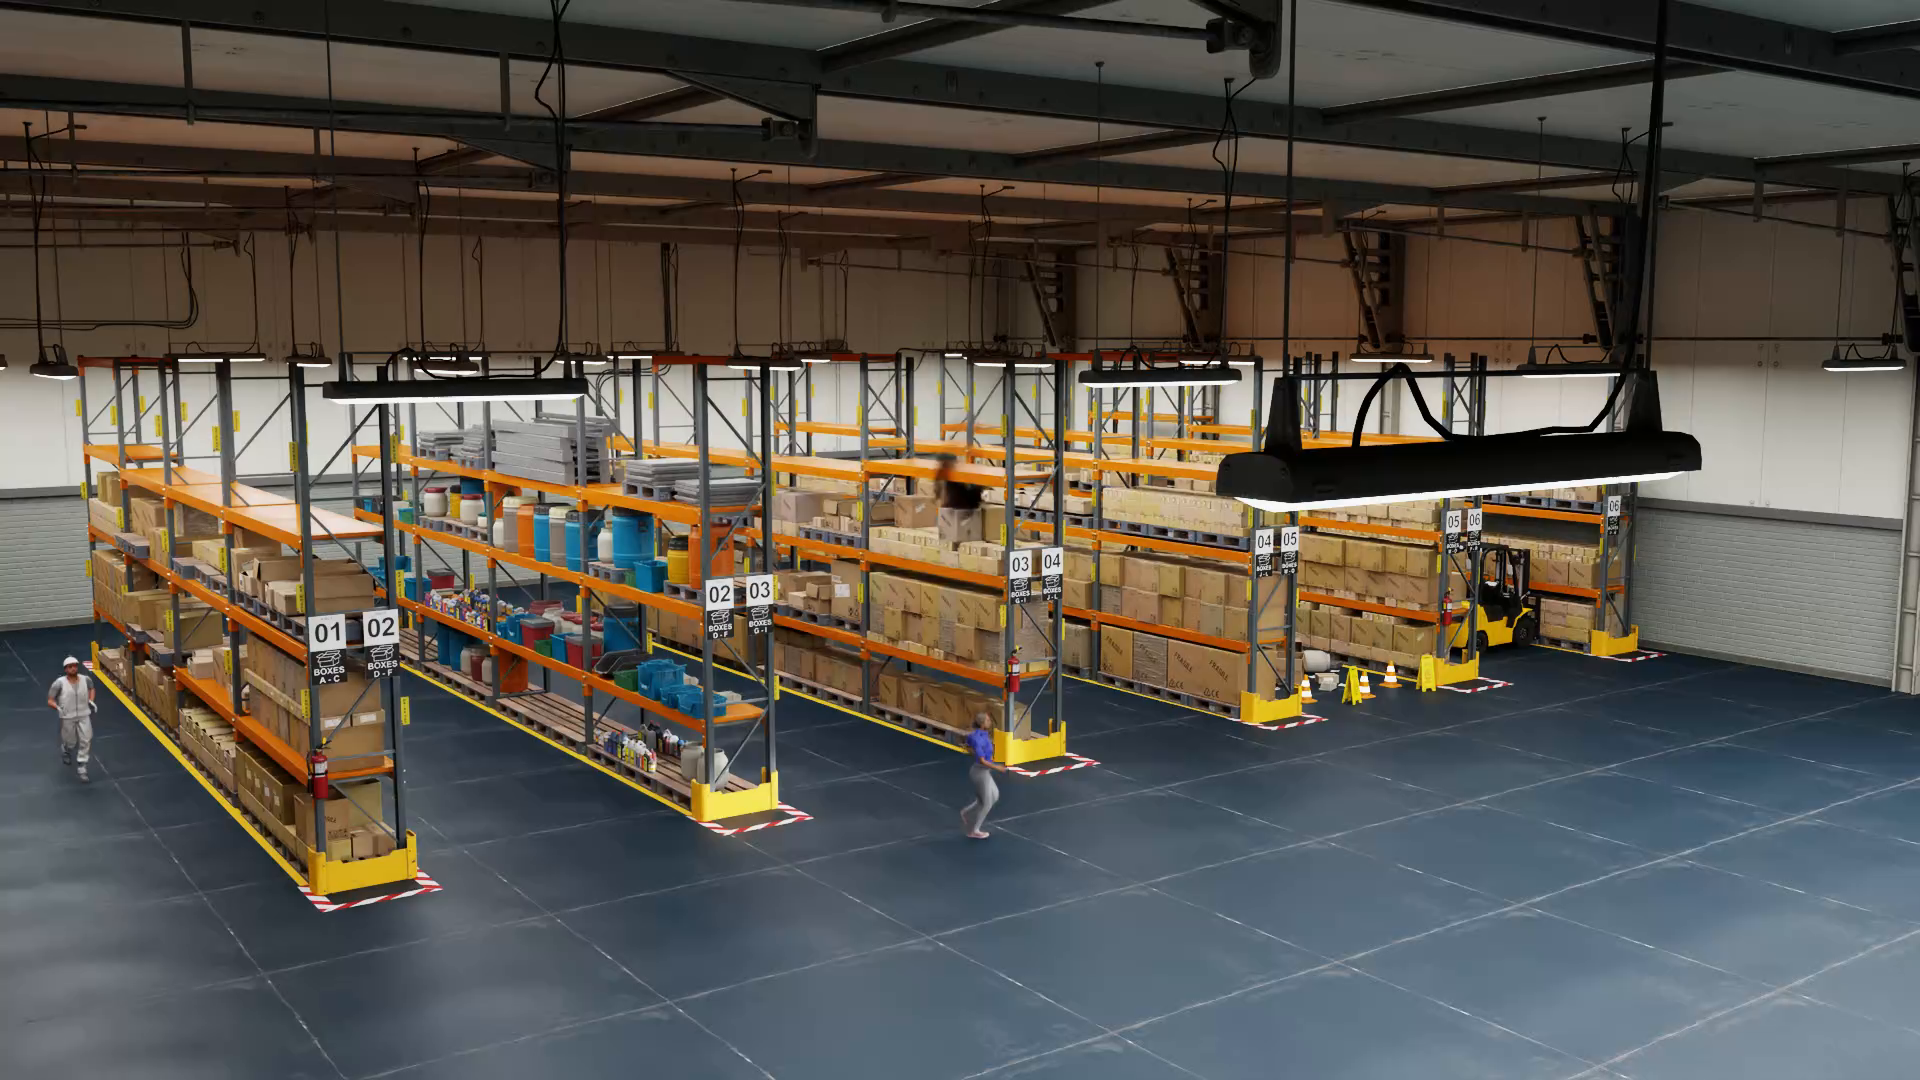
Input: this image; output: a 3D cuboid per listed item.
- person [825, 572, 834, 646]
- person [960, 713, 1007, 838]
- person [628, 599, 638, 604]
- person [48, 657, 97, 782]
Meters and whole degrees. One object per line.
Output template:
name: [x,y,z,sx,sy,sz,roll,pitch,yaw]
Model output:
person: [-2.712,1.457,33.520,0.628,1.662,0.623,-6,9,-41]
person: [0.291,2.980,21.110,0.579,1.597,0.618,-1,7,-5]
person: [-5.967,1.846,30.464,0.656,1.586,0.506,6,9,40]
person: [-12.764,2.558,23.977,0.657,1.772,0.869,-6,9,-42]
